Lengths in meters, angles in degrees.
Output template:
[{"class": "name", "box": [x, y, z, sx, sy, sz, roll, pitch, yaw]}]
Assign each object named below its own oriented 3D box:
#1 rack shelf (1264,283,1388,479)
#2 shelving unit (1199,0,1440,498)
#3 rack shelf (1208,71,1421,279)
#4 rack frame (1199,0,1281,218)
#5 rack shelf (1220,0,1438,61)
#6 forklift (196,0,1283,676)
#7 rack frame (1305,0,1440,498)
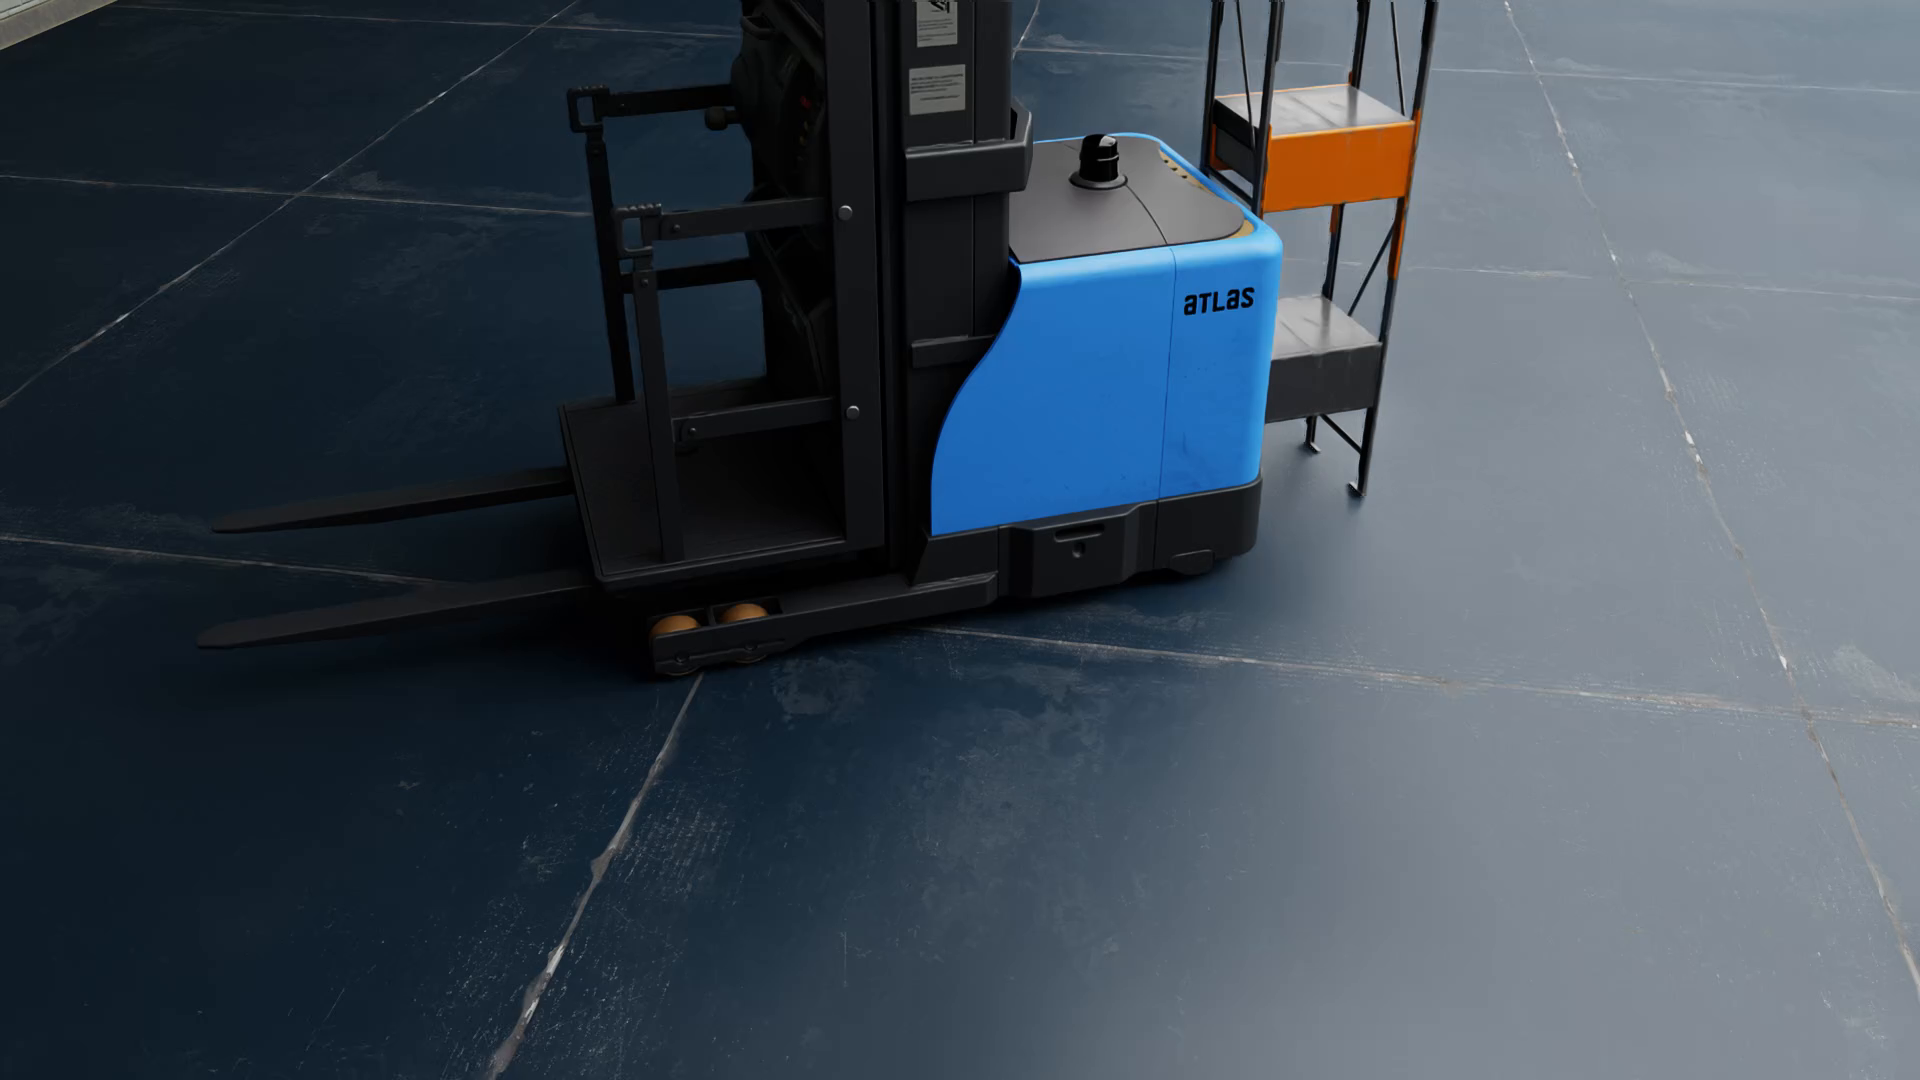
[{"class": "rack shelf", "box": [1.036, -0.488, 5.395, 0.480, 0.518, 0.431, -9, 33, -15]}, {"class": "shelving unit", "box": [1.036, -1.093, 5.017, 0.503, 2.100, 0.431, -9, 33, -15]}, {"class": "rack shelf", "box": [1.036, -1.081, 5.024, 0.480, 0.518, 0.431, -9, 33, -15]}, {"class": "rack frame", "box": [0.803, -1.054, 4.955, 0.015, 2.100, 0.400, -9, 33, -15]}, {"class": "rack shelf", "box": [1.036, -1.674, 4.652, 0.480, 0.518, 0.431, -9, 33, -15]}, {"class": "forklift", "box": [-0.665, -1.178, 4.369, 3.031, 2.935, 1.130, -9, 33, -15]}, {"class": "rack frame", "box": [1.269, -1.131, 5.078, 0.015, 2.100, 0.400, -9, 33, -15]}]
